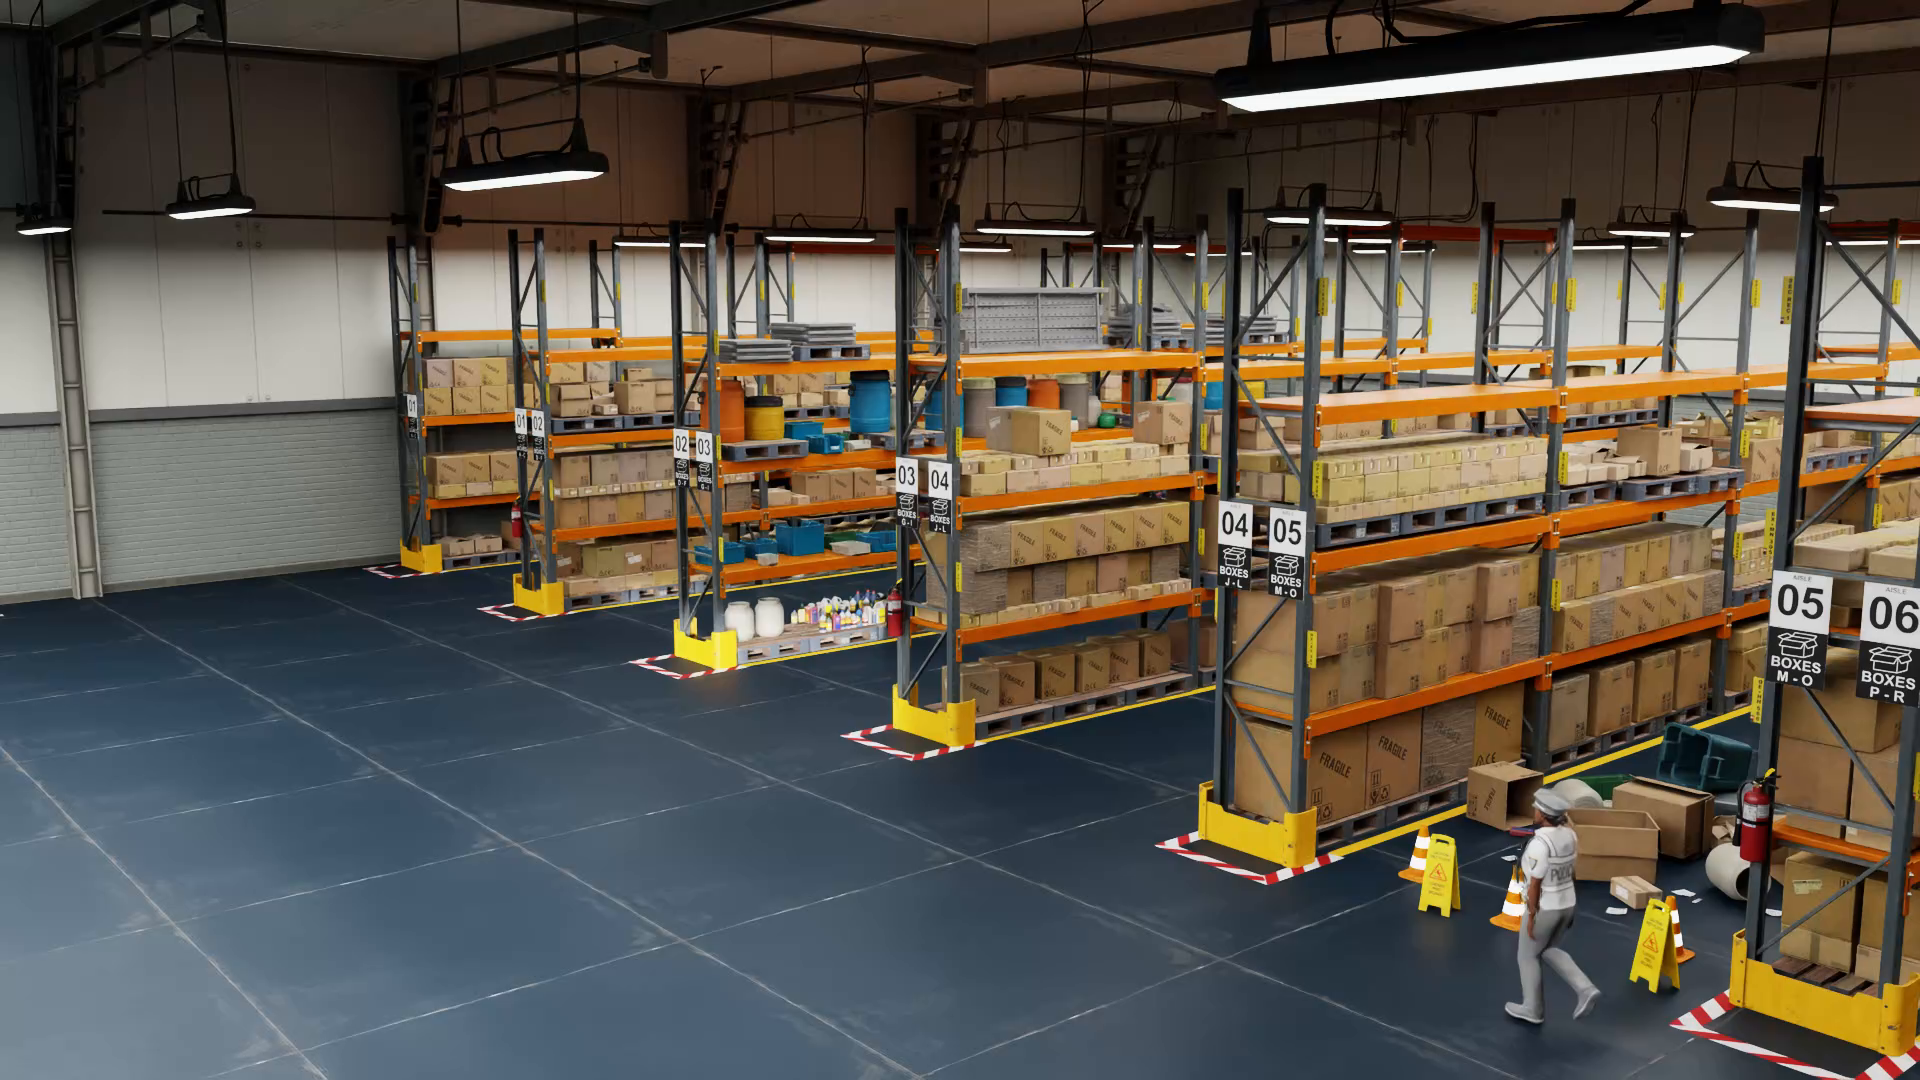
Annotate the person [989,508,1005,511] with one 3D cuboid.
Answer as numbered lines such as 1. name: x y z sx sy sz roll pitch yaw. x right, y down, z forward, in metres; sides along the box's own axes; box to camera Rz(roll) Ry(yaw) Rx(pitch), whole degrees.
1. person: 0.527 0.367 24.205 0.539 1.768 0.452 7 11 39

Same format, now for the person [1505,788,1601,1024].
1. person: 4.132 2.566 11.554 0.458 1.666 0.619 -7 11 -40
